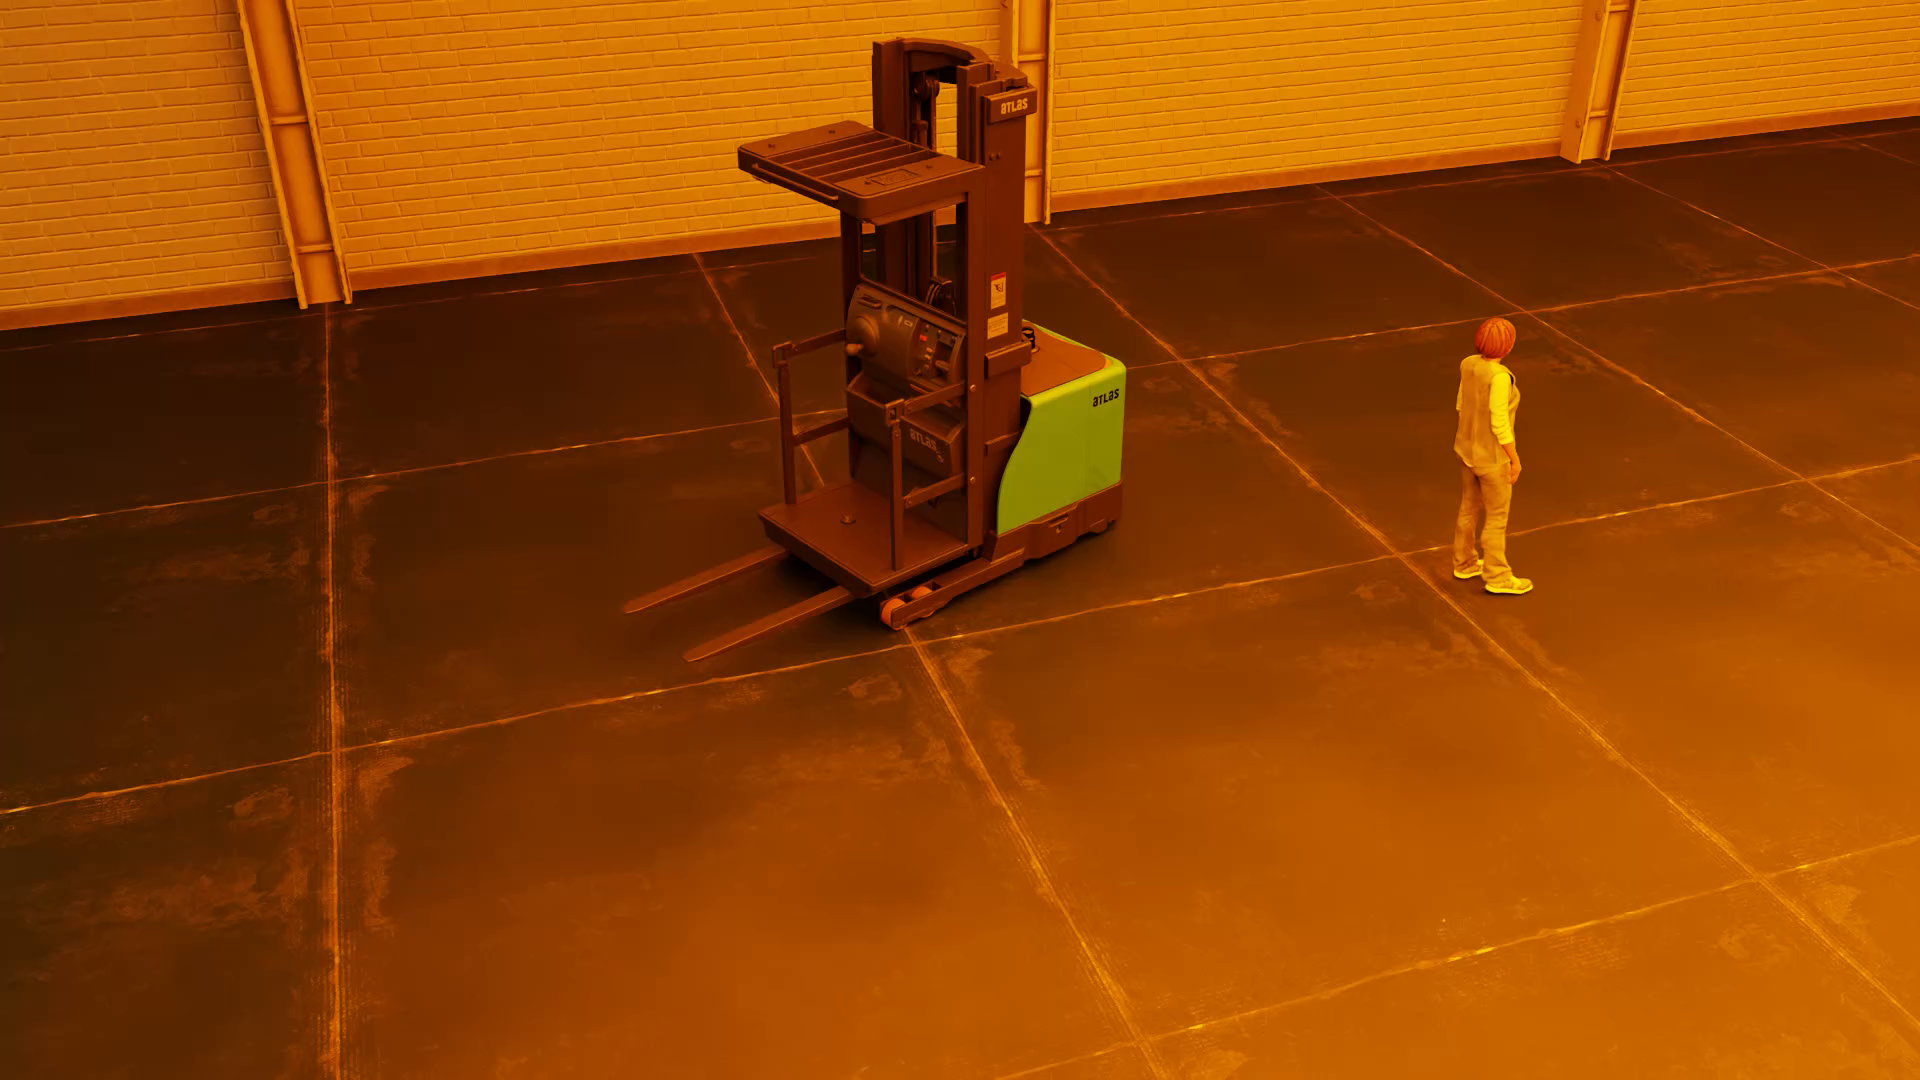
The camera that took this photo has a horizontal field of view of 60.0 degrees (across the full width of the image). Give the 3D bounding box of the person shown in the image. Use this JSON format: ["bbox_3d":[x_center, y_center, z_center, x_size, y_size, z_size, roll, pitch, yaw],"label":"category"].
[{"bbox_3d":[2.988,-0.482,9.251,0.470,1.600,0.515,-8,31,-13],"label":"person"}]

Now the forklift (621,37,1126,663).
[{"bbox_3d":[-0.461,-1.072,8.951,3.031,2.935,1.130,-23,37,-34],"label":"forklift"}]
